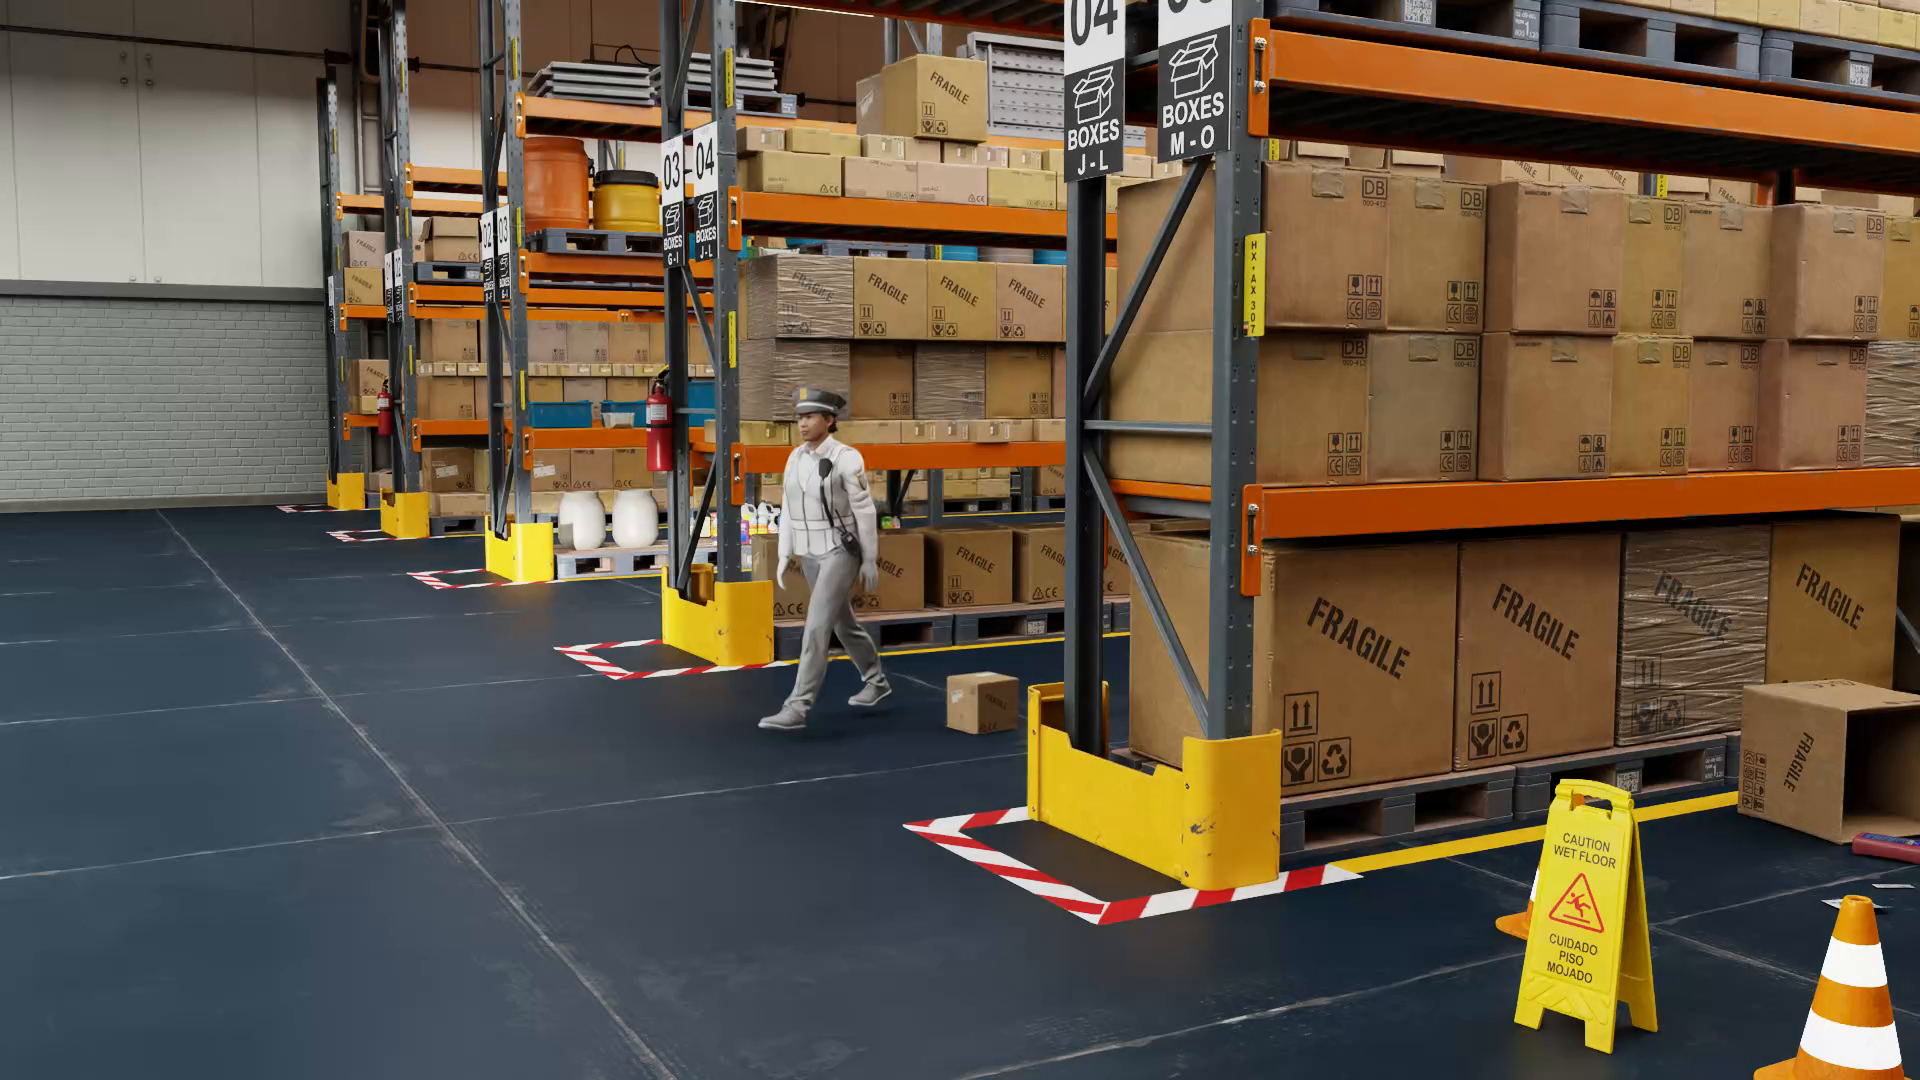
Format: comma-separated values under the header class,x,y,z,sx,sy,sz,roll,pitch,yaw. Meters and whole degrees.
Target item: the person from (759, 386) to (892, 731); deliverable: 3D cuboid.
class,x,y,z,sx,sy,sz,roll,pitch,yaw
person,-0.673,0.068,8.062,0.481,1.619,1.016,5,7,41
